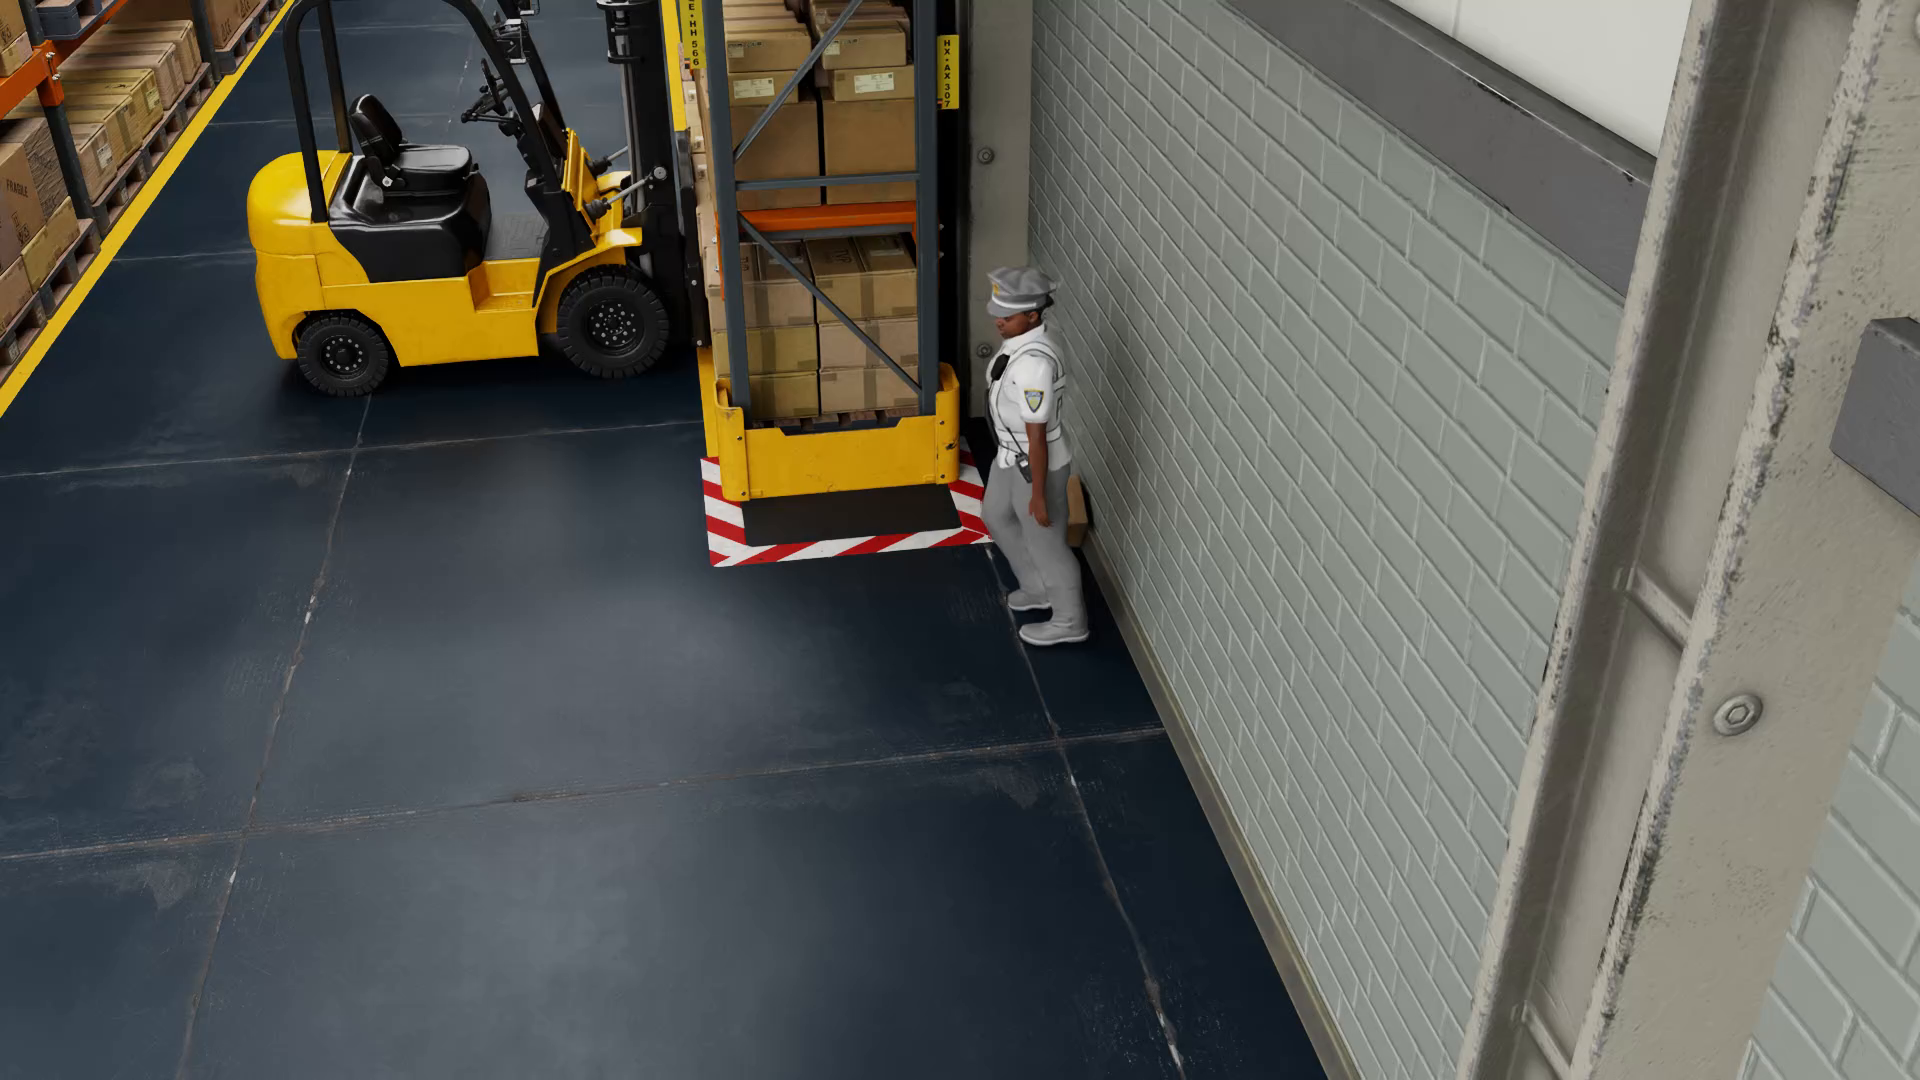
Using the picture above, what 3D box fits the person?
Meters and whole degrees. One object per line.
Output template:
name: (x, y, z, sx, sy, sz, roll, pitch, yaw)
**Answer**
person: (0.314, -0.307, 6.643, 0.459, 1.676, 0.581, 0, 31, 0)
